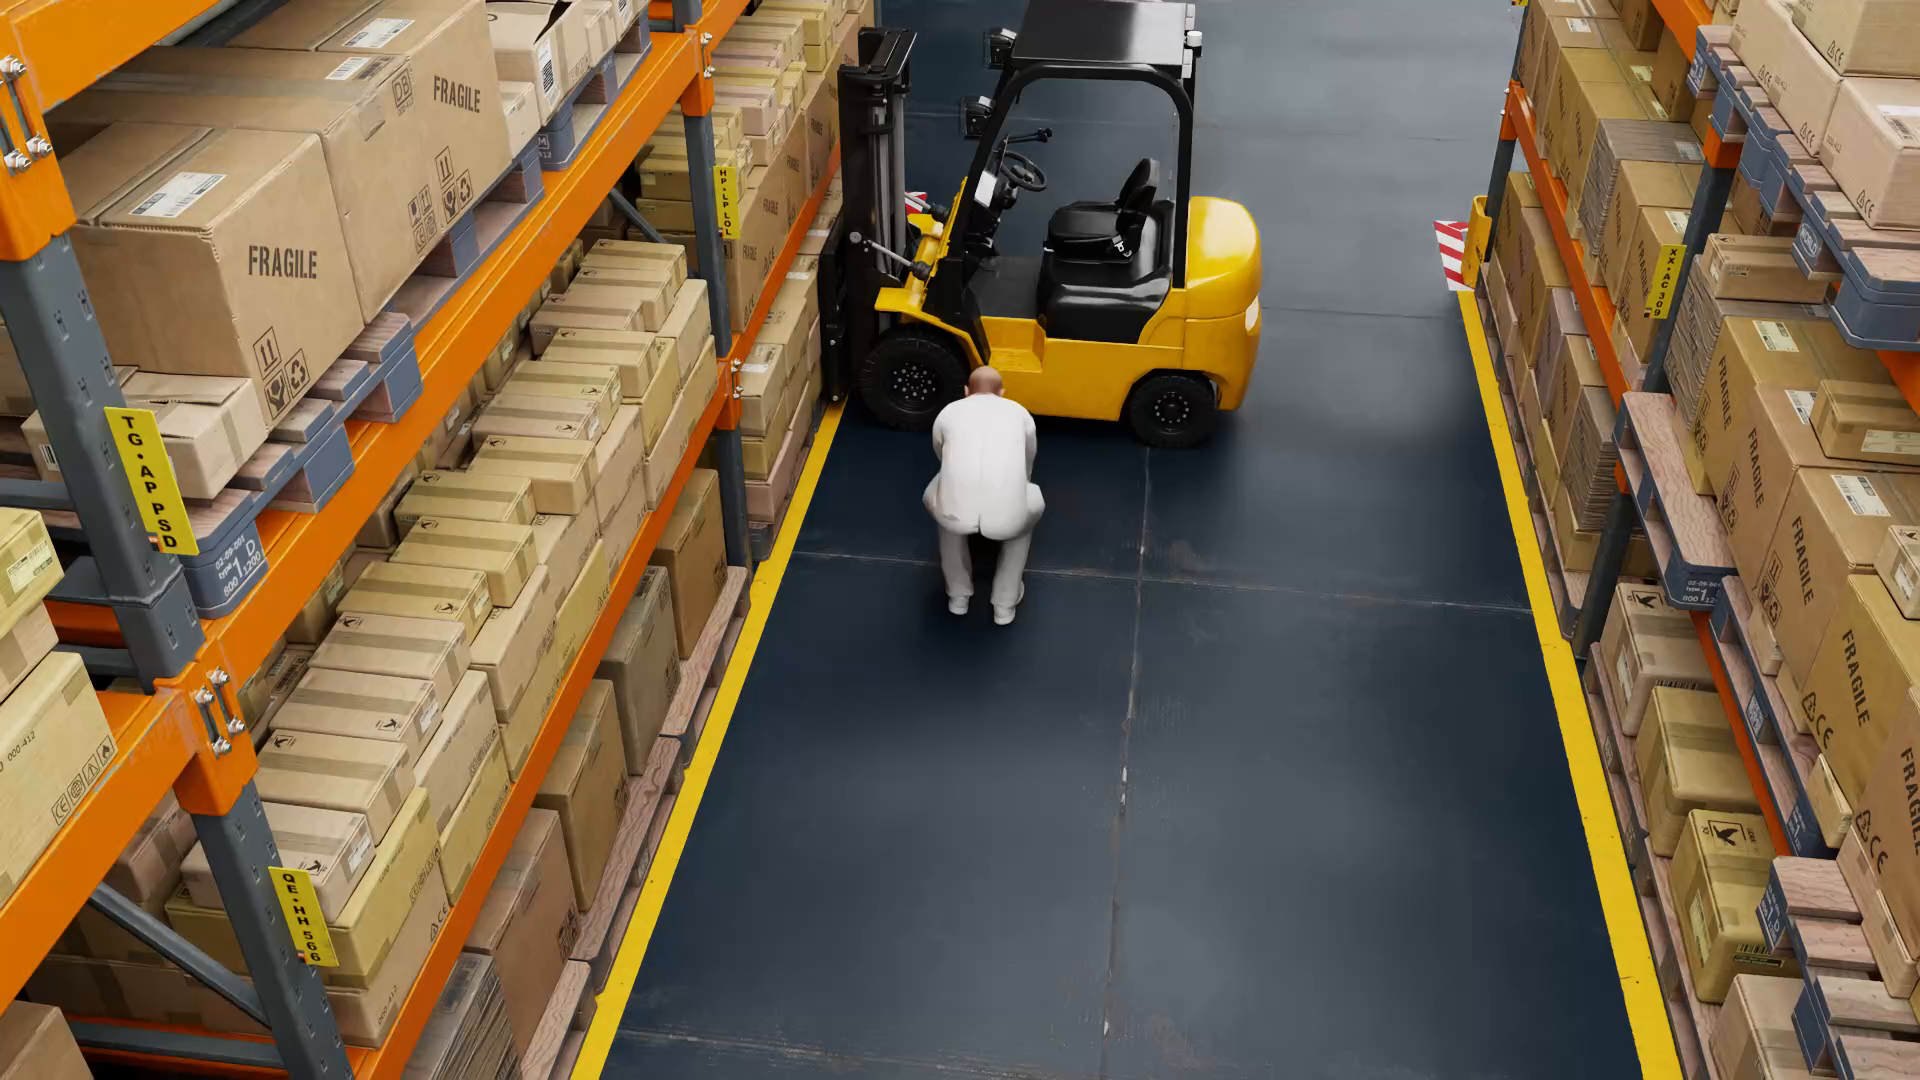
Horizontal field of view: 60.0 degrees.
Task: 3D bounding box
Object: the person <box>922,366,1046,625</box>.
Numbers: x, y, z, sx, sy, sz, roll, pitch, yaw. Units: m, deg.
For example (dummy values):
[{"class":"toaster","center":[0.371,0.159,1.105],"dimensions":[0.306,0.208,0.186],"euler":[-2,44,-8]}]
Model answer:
[{"class":"person","center":[0.121,-0.196,7.983],"dimensions":[0.587,1.013,0.935],"euler":[3,36,4]}]
